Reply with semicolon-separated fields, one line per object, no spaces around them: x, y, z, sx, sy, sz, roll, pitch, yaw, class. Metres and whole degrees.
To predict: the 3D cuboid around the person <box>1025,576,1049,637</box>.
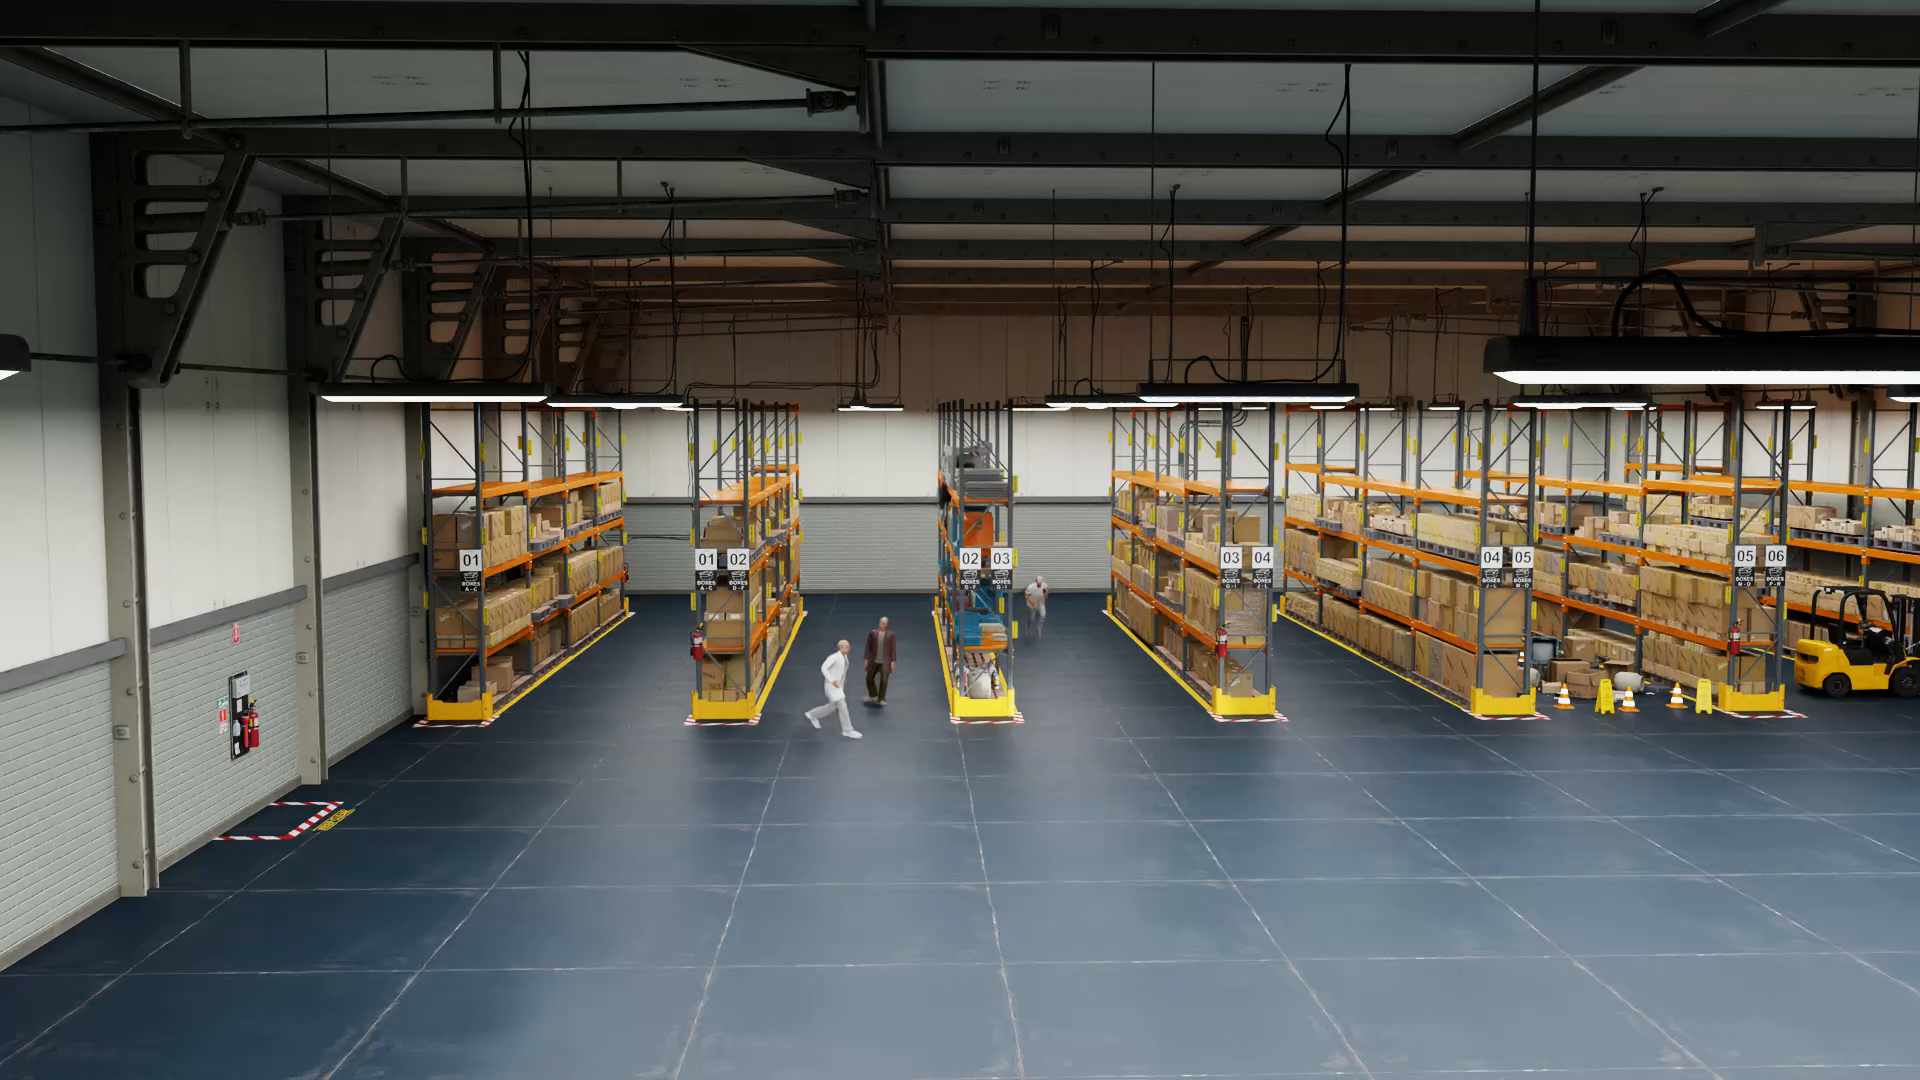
1.875;1.650;41.308;0.629;1.595;1.010;-2;5;-20;person

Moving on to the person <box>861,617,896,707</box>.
-1.595;2.368;32.605;0.719;1.753;0.563;0;4;3;person

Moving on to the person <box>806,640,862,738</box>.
-2.281;2.619;29.420;1.105;1.736;0.732;2;5;27;person
